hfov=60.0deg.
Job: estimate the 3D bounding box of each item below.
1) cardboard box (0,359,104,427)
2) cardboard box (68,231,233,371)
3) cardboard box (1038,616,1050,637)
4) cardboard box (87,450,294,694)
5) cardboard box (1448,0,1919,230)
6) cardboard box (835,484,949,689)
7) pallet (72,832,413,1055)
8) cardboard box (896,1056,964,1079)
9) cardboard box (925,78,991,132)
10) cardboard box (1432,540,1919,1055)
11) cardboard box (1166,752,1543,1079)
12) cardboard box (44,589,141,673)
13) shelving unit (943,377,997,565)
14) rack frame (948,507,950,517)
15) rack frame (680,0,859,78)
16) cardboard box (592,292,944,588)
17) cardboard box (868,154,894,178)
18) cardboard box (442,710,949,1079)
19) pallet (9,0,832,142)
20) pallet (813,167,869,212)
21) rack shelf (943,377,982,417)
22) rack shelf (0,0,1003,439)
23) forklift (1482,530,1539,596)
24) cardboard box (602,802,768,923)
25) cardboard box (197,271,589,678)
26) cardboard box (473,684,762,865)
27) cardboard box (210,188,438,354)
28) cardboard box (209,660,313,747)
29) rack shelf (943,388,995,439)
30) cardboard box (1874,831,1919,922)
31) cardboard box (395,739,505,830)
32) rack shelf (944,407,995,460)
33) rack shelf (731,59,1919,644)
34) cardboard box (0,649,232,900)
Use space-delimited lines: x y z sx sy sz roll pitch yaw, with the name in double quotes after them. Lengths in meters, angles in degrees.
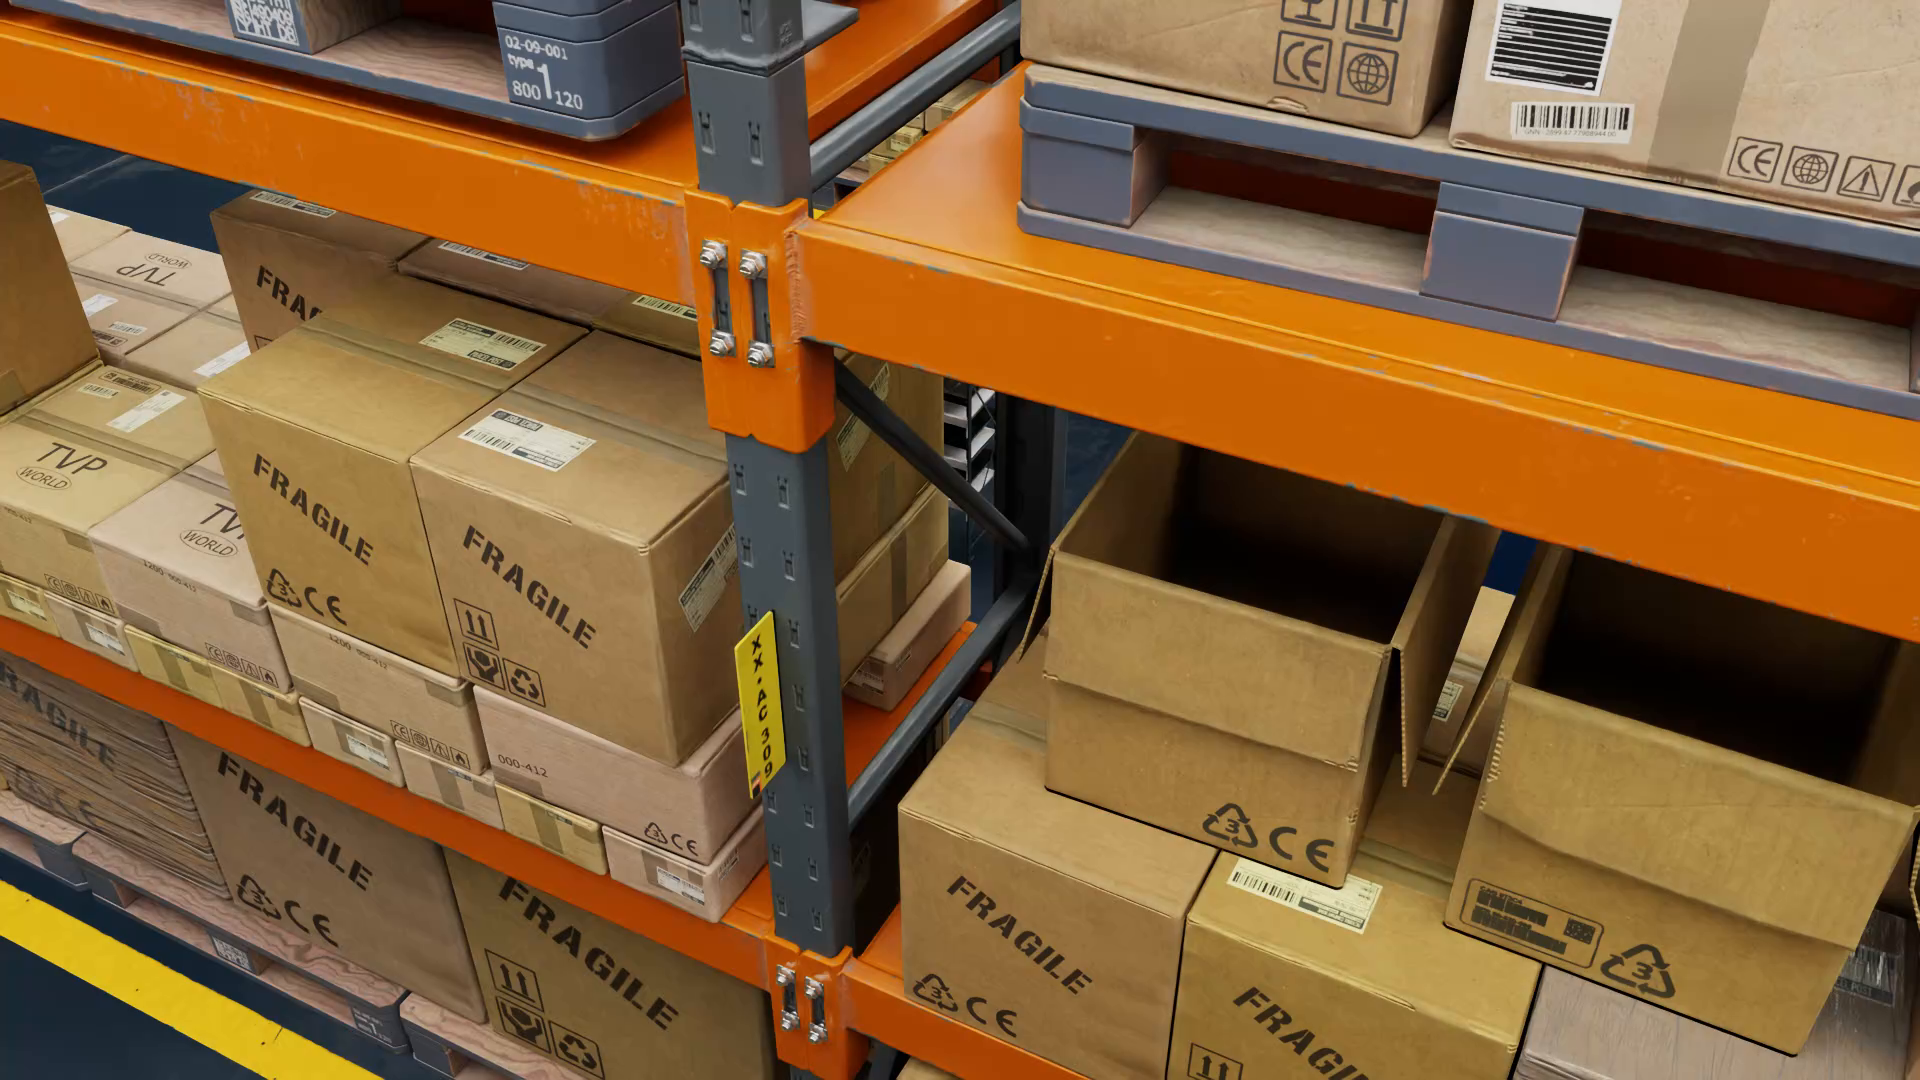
-2.402 -0.266 3.998 0.500 0.250 0.500 16 40 20 "cardboard box"
-2.159 -0.552 4.375 0.500 0.250 0.500 16 40 20 "cardboard box"
0.480 0.287 3.308 0.500 0.500 0.500 18 41 22 "cardboard box"
-1.488 0.019 3.623 0.500 0.250 0.500 18 41 22 "cardboard box"
0.872 -0.630 1.844 0.500 0.311 0.500 16 40 20 "cardboard box"
-0.358 0.014 3.629 0.500 0.250 0.500 17 40 21 "cardboard box"
-1.788 0.862 4.940 1.213 0.211 1.003 17 41 21 "pallet"
0.516 1.190 3.612 0.875 0.875 1.225 18 41 22 "cardboard box"
0.032 -2.087 8.036 0.250 0.149 0.380 19 41 23 "cardboard box"
1.114 0.274 2.495 0.637 0.503 0.797 18 41 22 "cardboard box"
0.679 0.705 2.757 0.500 0.500 0.500 17 41 22 "cardboard box"
-1.849 0.106 3.837 0.250 0.149 0.380 18 41 22 "cardboard box"
-0.007 -0.361 5.981 0.210 0.900 0.258 17 41 21 "shelving unit"
-0.097 -0.389 6.018 0.006 0.900 0.240 17 41 21 "rack frame"
-0.061 -2.046 1.503 0.127 3.000 1.000 17 41 21 "rack frame"
-0.369 -0.284 3.401 0.500 0.500 0.500 17 41 21 "cardboard box"
-0.254 -1.894 8.274 0.250 0.149 0.380 18 41 22 "cardboard box"
-0.610 0.796 4.130 0.875 0.875 0.875 17 41 21 "cardboard box"
-0.783 -1.049 2.744 1.213 0.211 1.003 17 41 21 "pallet"
-0.470 -2.027 8.746 1.213 0.211 1.003 17 41 21 "pallet"
-0.007 -0.549 5.838 0.200 0.077 0.258 17 41 21 "rack shelf"
-1.837 -1.121 3.360 4.000 0.370 1.077 17 41 21 "rack shelf"
2.710 -0.394 4.345 3.031 2.935 1.130 16 40 20 "forklift"
-0.483 0.535 3.272 0.250 0.149 0.380 18 41 22 "cardboard box"
-1.035 -0.140 3.211 0.500 0.500 0.500 18 41 22 "cardboard box"
-0.574 0.303 3.248 0.500 0.250 0.500 17 40 21 "cardboard box"
-1.267 -0.568 3.775 0.500 0.500 0.500 16 40 20 "cardboard box"
-1.397 0.249 3.649 0.250 0.149 0.380 18 41 22 "cardboard box"
-0.007 -0.478 5.892 0.200 0.077 0.258 17 41 21 "rack shelf"
1.383 0.570 2.936 0.500 0.500 0.500 17 40 21 "cardboard box"
-0.939 0.392 3.461 0.250 0.149 0.380 17 40 21 "cardboard box"
-0.007 -0.406 5.947 0.200 0.077 0.258 17 41 21 "rack shelf"
1.715 -0.009 1.895 4.000 0.370 1.077 17 41 21 "rack shelf"
-2.200 0.298 4.786 0.875 0.875 0.875 17 41 21 "cardboard box"
